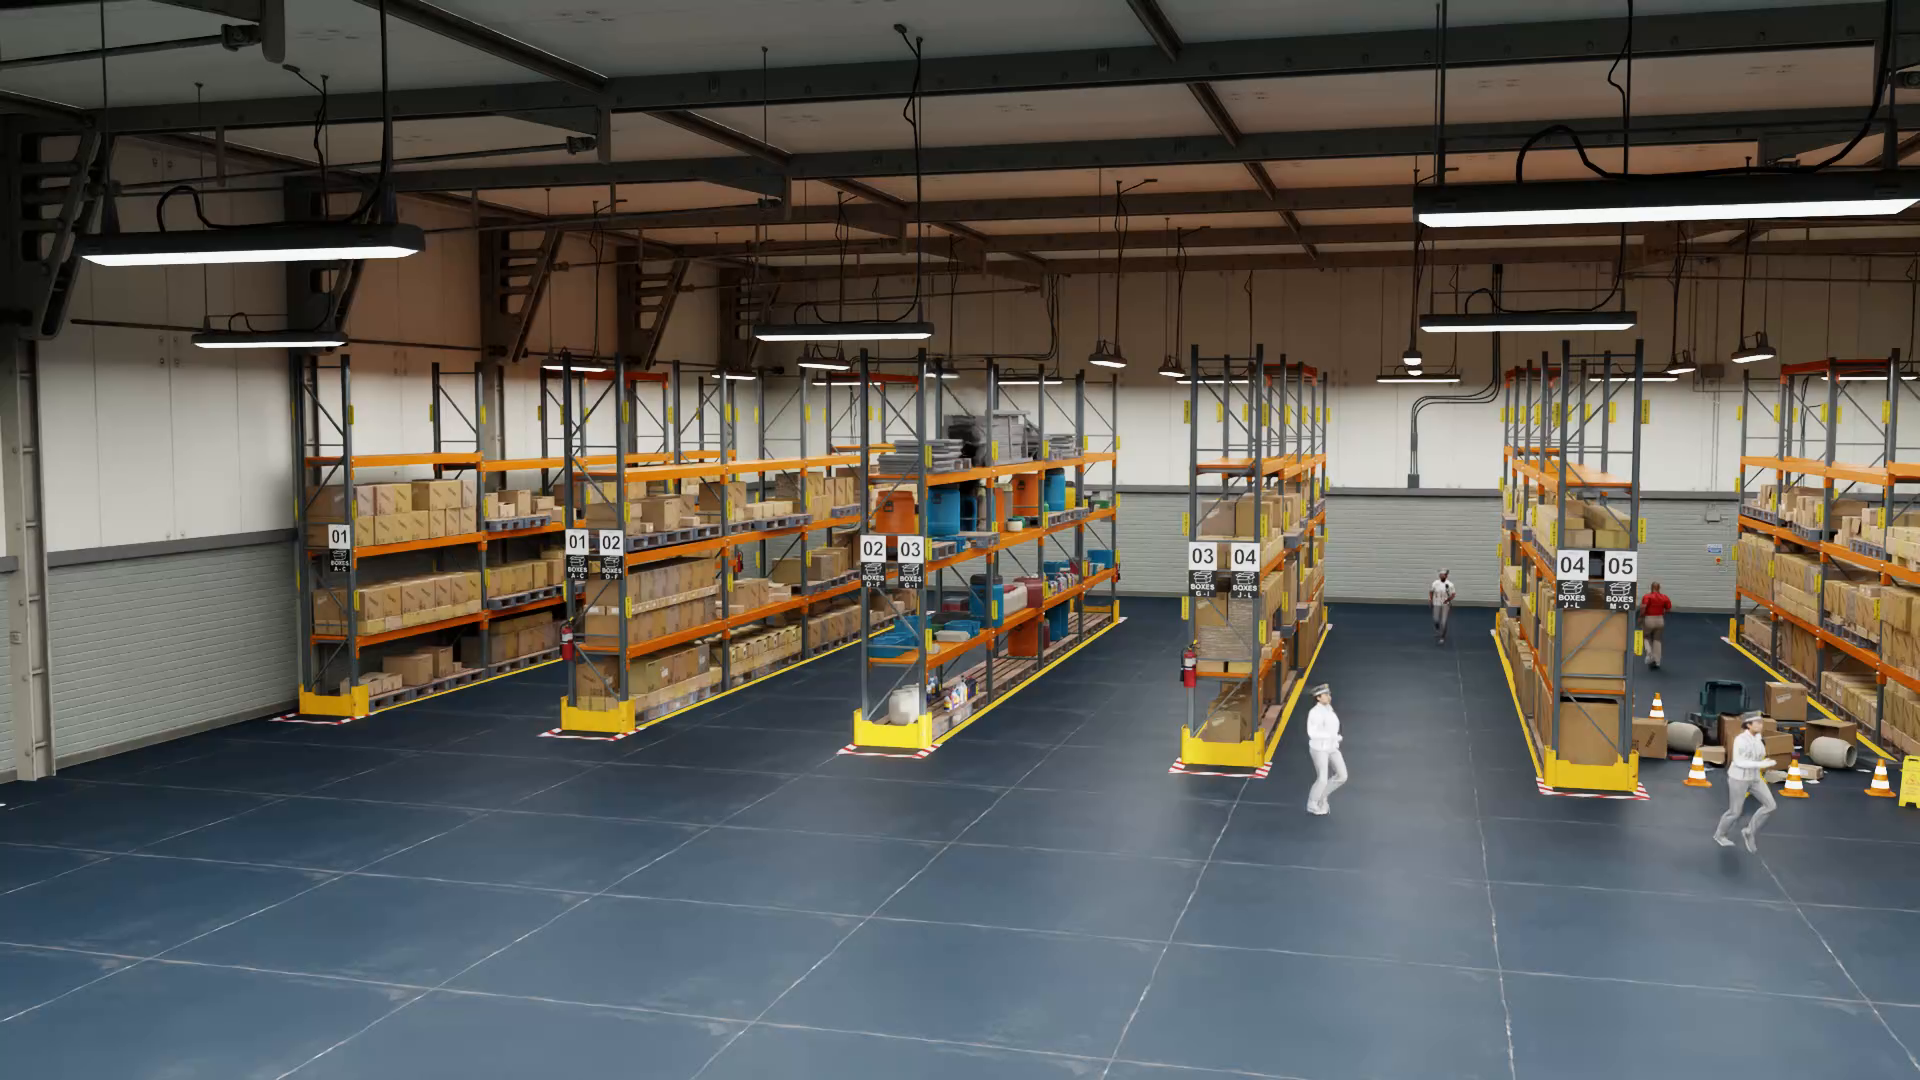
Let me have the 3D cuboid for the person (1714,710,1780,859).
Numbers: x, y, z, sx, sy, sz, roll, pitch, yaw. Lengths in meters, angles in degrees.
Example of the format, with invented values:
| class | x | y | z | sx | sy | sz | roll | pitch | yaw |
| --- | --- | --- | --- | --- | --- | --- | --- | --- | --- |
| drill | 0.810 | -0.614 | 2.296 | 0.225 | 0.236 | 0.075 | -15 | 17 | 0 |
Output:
| class | x | y | z | sx | sy | sz | roll | pitch | yaw |
| --- | --- | --- | --- | --- | --- | --- | --- | --- | --- |
| person | 8.976 | 2.745 | 18.931 | 0.639 | 1.700 | 0.805 | -3 | 5 | -31 |

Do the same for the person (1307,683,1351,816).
| class | x | y | z | sx | sy | sz | roll | pitch | yaw |
| --- | --- | --- | --- | --- | --- | --- | --- | --- | --- |
| person | 4.618 | 2.612 | 20.693 | 0.598 | 1.691 | 0.627 | -4 | 6 | -41 |

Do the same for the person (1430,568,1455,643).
| class | x | y | z | sx | sy | sz | roll | pitch | yaw |
| --- | --- | --- | --- | --- | --- | --- | --- | --- | --- |
| person | 10.557 | 1.438 | 36.478 | 0.544 | 1.664 | 0.558 | 2 | 5 | 22 |

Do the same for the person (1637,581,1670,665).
| class | x | y | z | sx | sy | sz | roll | pitch | yaw |
| --- | --- | --- | --- | --- | --- | --- | --- | --- | --- |
| person | 13.840 | 1.652 | 33.287 | 0.645 | 1.702 | 0.661 | 0 | 4 | 4 |
